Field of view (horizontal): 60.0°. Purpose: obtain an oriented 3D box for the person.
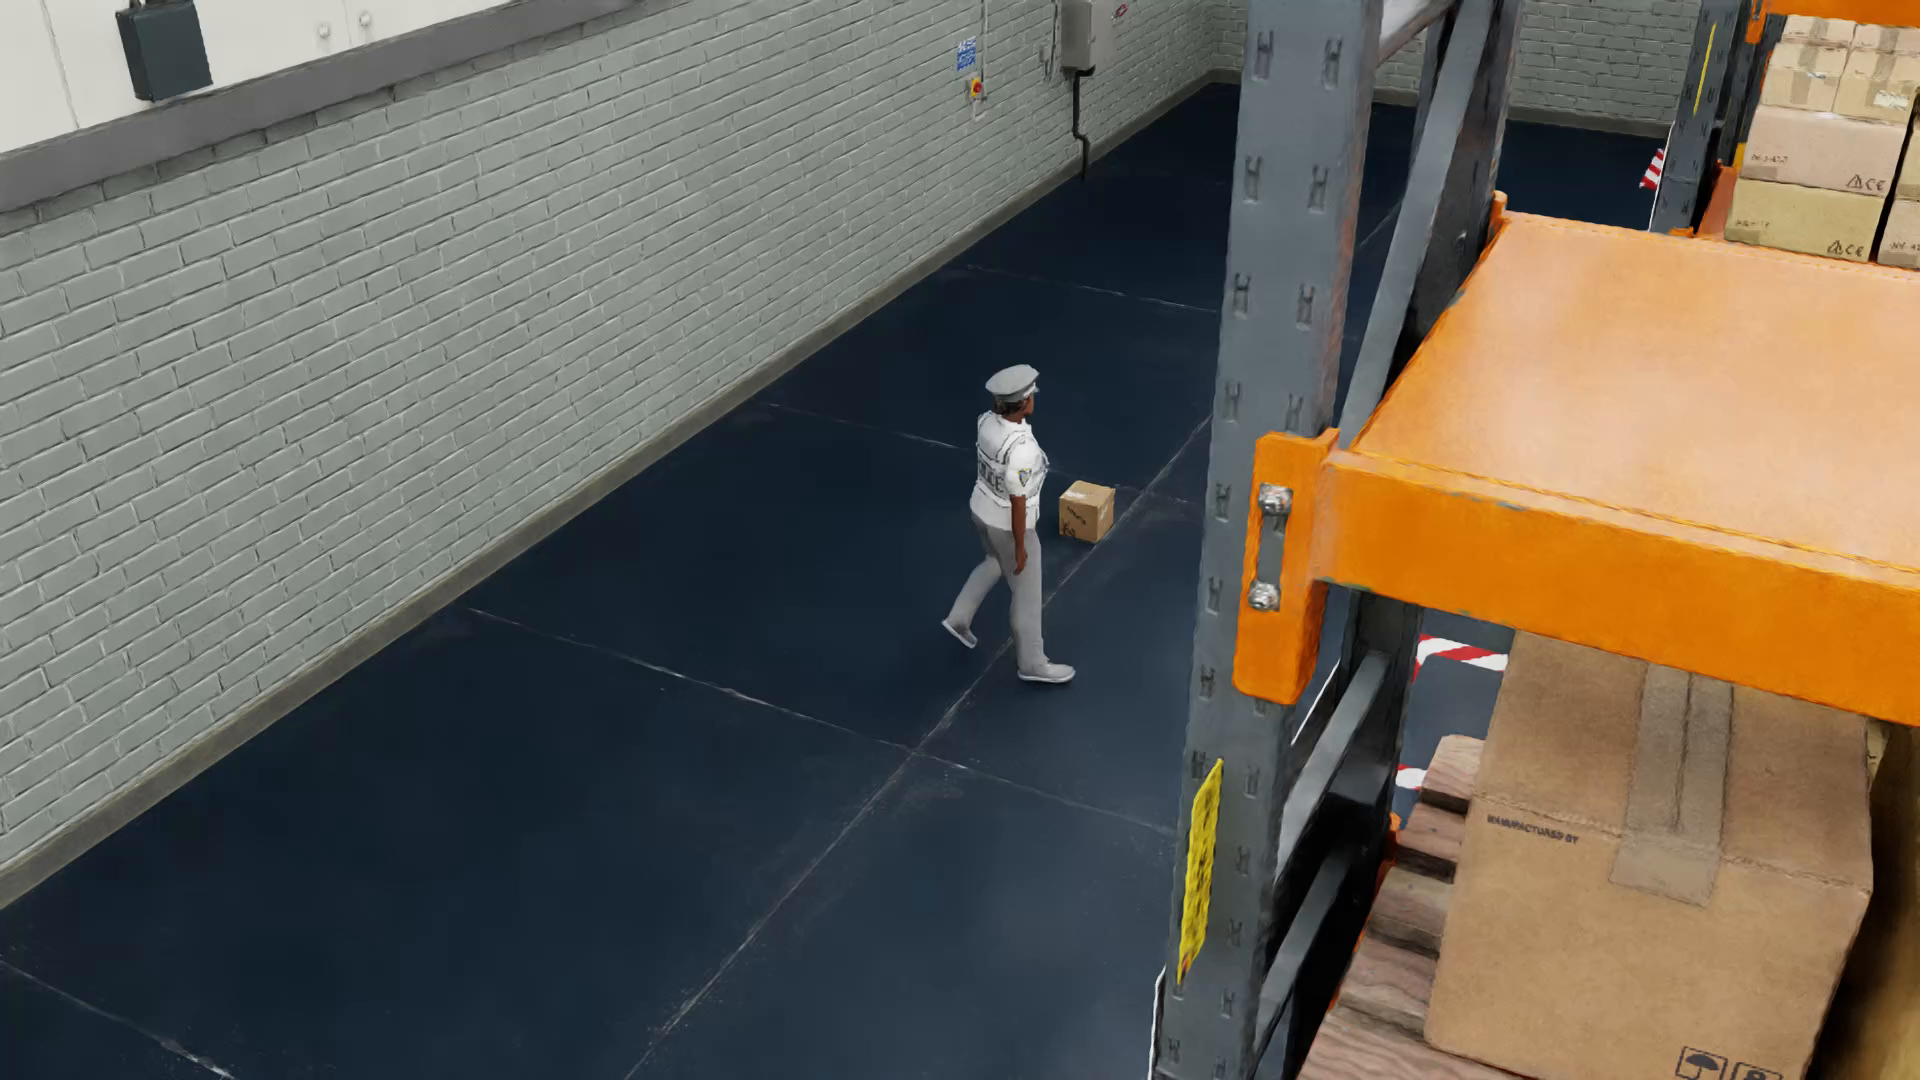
[{"bbox_3d":[0.225,-0.066,8.353,0.556,1.668,0.613,-15,34,-24],"label":"person"}]
